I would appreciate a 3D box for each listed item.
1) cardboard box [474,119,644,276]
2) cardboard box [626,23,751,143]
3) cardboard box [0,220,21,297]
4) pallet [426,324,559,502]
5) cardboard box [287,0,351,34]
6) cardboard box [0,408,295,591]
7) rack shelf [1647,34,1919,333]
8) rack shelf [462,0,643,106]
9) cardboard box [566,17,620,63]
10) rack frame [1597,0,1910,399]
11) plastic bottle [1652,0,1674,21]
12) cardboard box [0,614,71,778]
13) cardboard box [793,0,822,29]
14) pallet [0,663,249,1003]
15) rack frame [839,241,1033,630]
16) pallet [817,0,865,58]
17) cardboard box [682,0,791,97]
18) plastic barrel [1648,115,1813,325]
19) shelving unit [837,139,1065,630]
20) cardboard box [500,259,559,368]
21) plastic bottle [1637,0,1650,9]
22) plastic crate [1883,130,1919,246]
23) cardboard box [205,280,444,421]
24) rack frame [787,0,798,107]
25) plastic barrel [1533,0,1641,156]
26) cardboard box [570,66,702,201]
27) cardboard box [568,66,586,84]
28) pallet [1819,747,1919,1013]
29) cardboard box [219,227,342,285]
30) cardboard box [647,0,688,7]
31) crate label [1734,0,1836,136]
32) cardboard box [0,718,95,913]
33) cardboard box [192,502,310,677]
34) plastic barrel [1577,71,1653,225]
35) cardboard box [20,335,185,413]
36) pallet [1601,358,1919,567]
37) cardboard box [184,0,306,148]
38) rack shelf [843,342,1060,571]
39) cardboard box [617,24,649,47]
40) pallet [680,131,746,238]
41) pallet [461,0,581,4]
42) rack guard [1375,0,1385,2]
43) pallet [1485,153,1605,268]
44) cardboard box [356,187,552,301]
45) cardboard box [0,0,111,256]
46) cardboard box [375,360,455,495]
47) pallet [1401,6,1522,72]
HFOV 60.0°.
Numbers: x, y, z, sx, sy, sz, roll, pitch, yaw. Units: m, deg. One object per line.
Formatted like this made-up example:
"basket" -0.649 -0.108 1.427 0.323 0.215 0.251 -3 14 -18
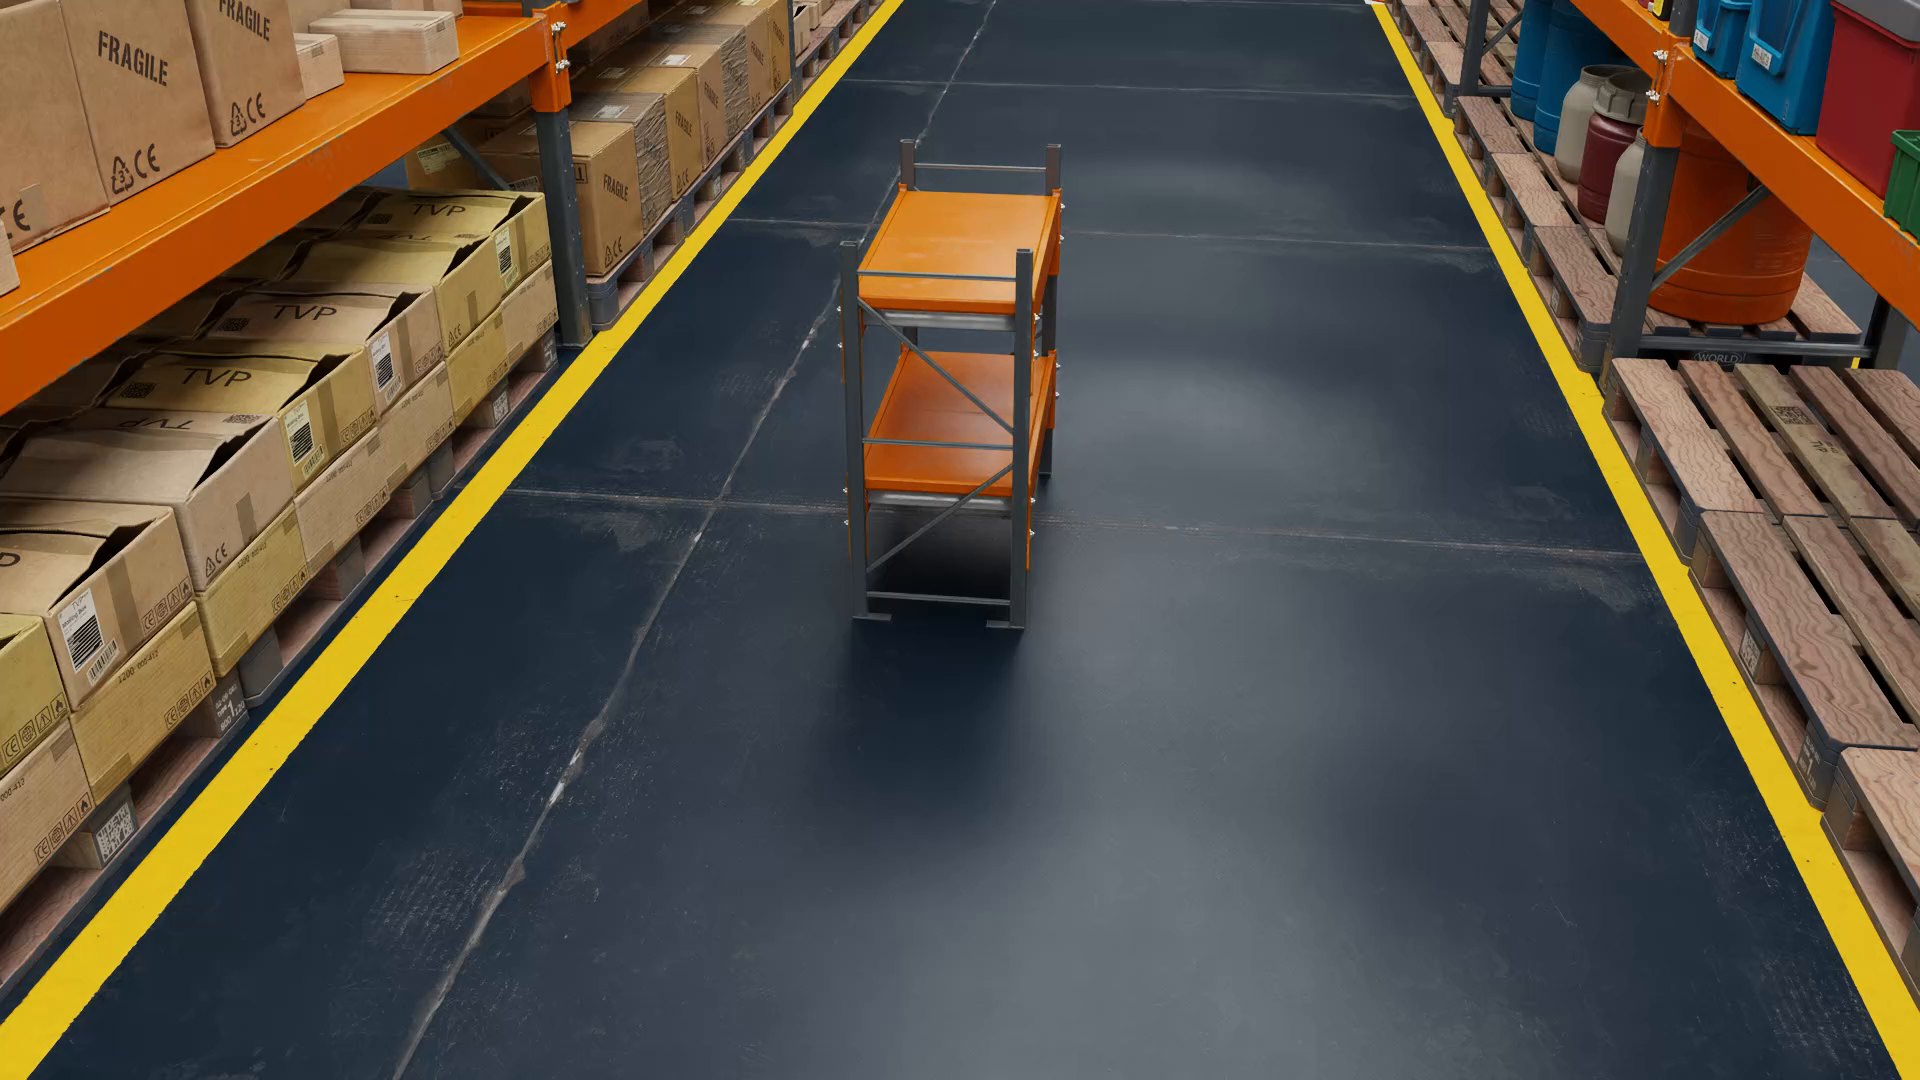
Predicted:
"cardboard box" -1.657 -1.431 6.915 0.500 0.500 0.500 5 29 8
"cardboard box" -1.413 -2.399 8.712 0.500 0.500 0.500 4 29 7
"cardboard box" -2.175 -0.552 3.376 0.380 0.149 0.250 3 28 6
"pallet" -2.136 -0.527 6.006 1.003 0.211 1.213 3 28 6
"cardboard box" -2.298 -1.691 5.320 0.500 0.311 0.500 3 28 6
"cardboard box" -2.060 -0.137 4.207 0.500 0.311 0.500 2 28 5
"rack shelf" 2.674 -0.592 3.945 1.077 0.370 4.000 3 28 6
"rack shelf" -1.751 -2.765 7.977 1.077 0.370 4.000 3 28 6
"cardboard box" -1.991 -2.526 8.156 0.500 0.250 0.500 3 28 5
"rack frame" 2.919 -1.850 5.522 1.000 3.000 0.127 3 28 6
"plastic bottle" 2.546 -2.014 5.949 0.061 0.283 0.133 3 28 6
"cardboard box" -2.188 0.342 3.318 0.500 0.311 0.500 3 29 6
"cardboard box" -1.144 -3.562 11.222 0.380 0.166 0.250 3 28 6
"pallet" -2.435 0.622 3.874 1.003 0.211 1.213 3 28 6
"rack frame" -0.061 -0.259 4.545 0.500 1.125 0.032 3 28 6
"pallet" -1.274 -3.694 11.885 1.003 0.211 1.213 3 28 6
"cardboard box" -1.282 -2.867 9.581 0.500 0.500 0.500 3 28 6
"plastic barrel" 2.962 -1.311 6.366 0.600 0.830 0.708 3 28 6
"shelving unit" 0.001 -0.498 4.989 0.538 1.125 1.048 3 28 6
"cardboard box" -1.819 -0.852 6.126 0.500 0.250 0.500 4 29 7
"plastic bottle" 2.574 -2.123 6.151 0.061 0.283 0.133 3 28 6
"plastic crate" 2.362 -0.710 3.629 0.450 0.188 0.662 3 28 6
"cardboard box" -1.938 -0.618 5.099 0.500 0.311 0.500 3 28 6
"rack frame" -1.506 -4.023 9.554 1.000 3.000 0.127 3 28 6
"plastic barrel" 3.239 -2.406 8.323 0.600 0.901 0.708 3 28 6
"cardboard box" -1.532 -1.913 7.810 0.500 0.500 0.500 3 28 6
"cardboard box" -2.051 -1.931 7.842 0.500 0.500 0.500 2 28 4
"pallet" 2.487 0.888 3.379 1.003 0.211 1.213 3 28 6
"cardboard box" -2.408 -0.884 5.593 0.500 0.311 0.500 3 28 5
"cardboard box" -1.807 -2.902 9.646 0.500 0.500 0.500 2 28 4
"crate label" 2.529 -1.414 4.674 0.502 0.435 0.616 3 28 6
"cardboard box" -2.191 0.593 3.443 0.500 0.250 0.500 3 28 5
"cardboard box" -2.066 0.109 4.342 0.500 0.250 0.500 3 28 5
"plastic barrel" 3.101 -1.736 7.410 0.600 0.588 0.708 3 28 6
"cardboard box" -2.535 -0.402 4.698 0.500 0.311 0.500 3 28 6
"pallet" 2.786 -0.260 5.510 1.003 0.211 1.213 3 28 6
"cardboard box" -2.186 -1.393 4.568 0.500 0.500 0.500 2 28 3
"rack shelf" 0.001 -0.283 5.105 0.538 0.278 1.000 3 28 6
"cardboard box" -1.930 -2.416 8.743 0.500 0.500 0.500 4 29 7
"pallet" -1.715 -1.834 8.432 1.003 0.211 1.213 3 28 6
"pallet" -1.983 -2.379 6.705 1.213 0.211 1.003 3 28 6
"rack guard" 3.890 -4.528 13.127 1.175 0.500 0.348 3 28 6
"pallet" 3.127 -1.569 7.939 1.003 0.211 1.213 3 28 6
"cardboard box" -1.816 -1.100 5.995 0.500 0.311 0.500 4 29 8
"cardboard box" -2.311 -0.910 3.670 0.500 0.500 0.500 5 29 10
"cardboard box" -1.943 -0.373 5.236 0.500 0.250 0.500 4 29 7
"pallet" 3.608 -3.430 11.394 1.003 0.211 1.213 3 28 6
